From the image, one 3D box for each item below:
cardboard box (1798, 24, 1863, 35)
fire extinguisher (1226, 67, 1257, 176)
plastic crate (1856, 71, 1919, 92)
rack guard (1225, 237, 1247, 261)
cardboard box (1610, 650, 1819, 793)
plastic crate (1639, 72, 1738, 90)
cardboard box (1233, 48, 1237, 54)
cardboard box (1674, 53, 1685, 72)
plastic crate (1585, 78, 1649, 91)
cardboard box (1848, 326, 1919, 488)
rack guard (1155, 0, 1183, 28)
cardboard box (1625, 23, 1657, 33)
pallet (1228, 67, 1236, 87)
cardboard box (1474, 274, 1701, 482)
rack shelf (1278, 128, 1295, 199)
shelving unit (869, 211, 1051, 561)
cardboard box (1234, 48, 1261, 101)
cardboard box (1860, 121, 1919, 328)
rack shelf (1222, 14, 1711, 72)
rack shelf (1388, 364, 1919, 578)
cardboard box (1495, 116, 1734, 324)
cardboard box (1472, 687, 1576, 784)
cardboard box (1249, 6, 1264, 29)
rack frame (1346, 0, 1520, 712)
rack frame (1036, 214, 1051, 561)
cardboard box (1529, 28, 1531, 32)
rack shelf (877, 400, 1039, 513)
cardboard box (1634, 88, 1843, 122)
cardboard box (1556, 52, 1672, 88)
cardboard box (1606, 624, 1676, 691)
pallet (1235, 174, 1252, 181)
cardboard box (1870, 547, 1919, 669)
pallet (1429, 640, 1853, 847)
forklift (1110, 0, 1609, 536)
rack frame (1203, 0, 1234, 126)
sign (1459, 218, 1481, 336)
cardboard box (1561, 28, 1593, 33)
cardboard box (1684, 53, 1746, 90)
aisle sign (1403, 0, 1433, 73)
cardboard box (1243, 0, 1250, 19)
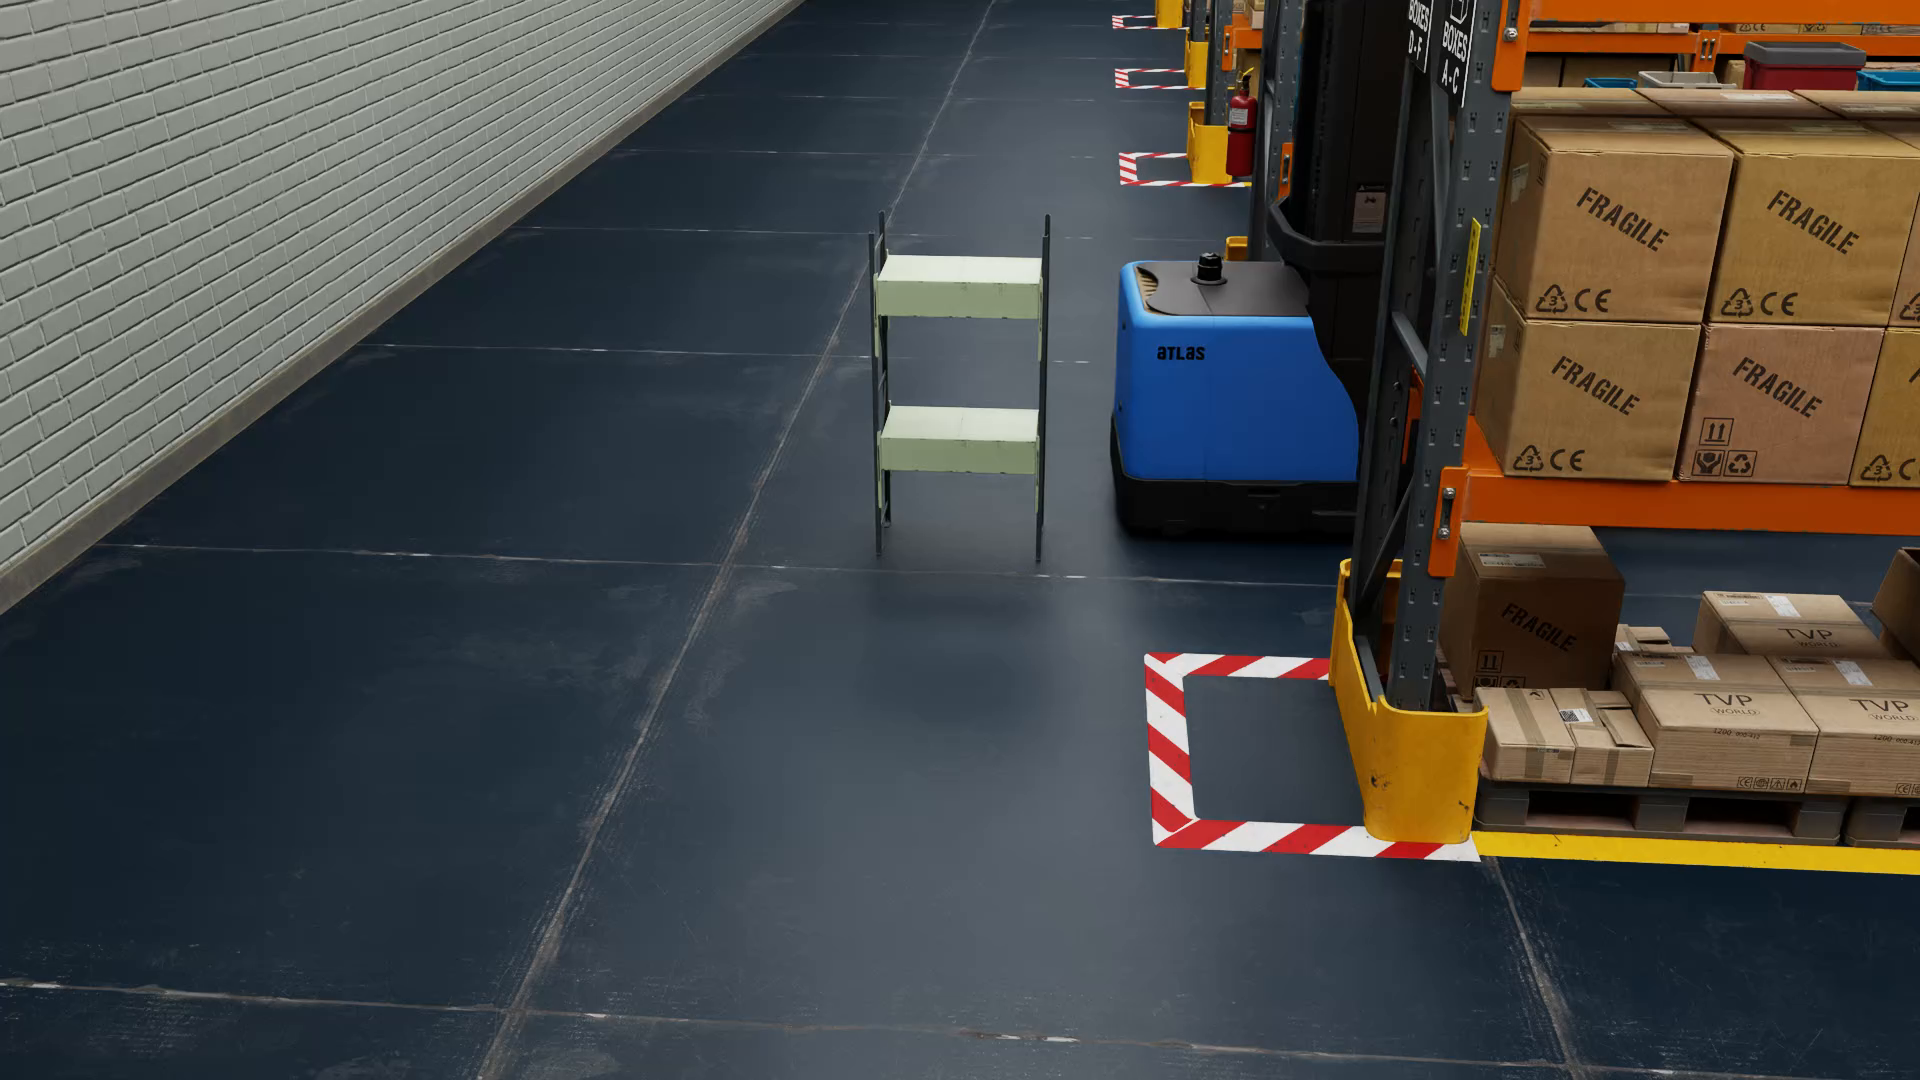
[{"bbox_3d":[7.206,-4.504,13.864,0.500,0.500,0.500,2,25,4],"label":"cardboard box"},{"bbox_3d":[1.782,-2.647,10.486,0.183,0.674,0.296,2,25,4],"label":"fire extinguisher"},{"bbox_3d":[5.394,-2.422,9.406,0.575,0.384,0.392,2,25,4],"label":"plastic crate"},{"bbox_3d":[1.873,-1.517,10.482,0.348,0.500,1.175,2,25,4],"label":"rack guard"},{"bbox_3d":[2.534,0.608,5.637,0.500,0.250,0.500,2,25,4],"label":"cardboard box"},{"bbox_3d":[4.378,-2.628,9.977,0.530,0.282,0.437,2,25,4],"label":"plastic crate"},{"bbox_3d":[3.260,-5.692,19.119,0.250,0.149,0.380,3,25,6],"label":"cardboard box"},{"bbox_3d":[7.990,-5.562,18.771,0.500,0.500,0.500,3,25,6],"label":"cardboard box"},{"bbox_3d":[3.965,-2.649,10.082,0.300,0.233,0.416,2,25,4],"label":"plastic crate"},{"bbox_3d":[2.952,-0.482,5.124,0.500,0.500,0.500,2,25,4],"label":"cardboard box"},{"bbox_3d":[3.012,-7.717,23.956,0.348,0.500,1.175,2,25,4],"label":"rack guard"},{"bbox_3d":[5.679,-4.361,13.972,0.250,0.149,0.380,2,25,5],"label":"cardboard box"},{"bbox_3d":[3.641,-5.475,19.431,1.213,0.211,1.003,2,25,4],"label":"pallet"},{"bbox_3d":[1.937,-0.514,5.193,0.500,0.500,0.500,2,25,5],"label":"cardboard box"},{"bbox_3d":[3.892,-2.266,9.981,4.000,0.370,1.077,2,25,4],"label":"rack shelf"},{"bbox_3d":[0.007,-0.681,7.470,0.755,1.500,0.431,2,25,4],"label":"shelving unit"},{"bbox_3d":[2.921,-3.960,14.840,0.875,0.875,0.875,2,25,4],"label":"cardboard box"},{"bbox_3d":[2.957,-0.937,4.915,0.500,0.500,0.500,2,25,5],"label":"cardboard box"},{"bbox_3d":[4.271,-4.331,14.467,4.000,0.370,1.077,2,25,4],"label":"rack shelf"},{"bbox_3d":[3.509,-0.202,5.495,4.000,0.370,1.077,2,25,4],"label":"rack shelf"},{"bbox_3d":[1.937,-0.968,4.984,0.500,0.500,0.500,3,25,6],"label":"cardboard box"},{"bbox_3d":[1.906,0.659,5.647,0.250,0.149,0.380,2,25,4],"label":"cardboard box"},{"bbox_3d":[2.606,-4.458,14.185,0.250,0.149,0.380,2,25,5],"label":"cardboard box"},{"bbox_3d":[1.515,-0.593,5.483,0.127,3.000,1.000,2,25,4],"label":"rack frame"},{"bbox_3d":[0.372,-0.669,7.444,0.023,1.500,0.400,2,25,4],"label":"rack frame"},{"bbox_3d":[4.655,-4.393,14.044,0.250,0.149,0.380,1,25,3],"label":"cardboard box"},{"bbox_3d":[0.007,-0.385,7.606,0.720,0.370,0.431,2,25,4],"label":"rack shelf"},{"bbox_3d":[2.483,-1.177,5.437,0.500,0.500,0.500,3,25,5],"label":"cardboard box"},{"bbox_3d":[5.613,-3.873,14.652,0.875,0.875,0.875,2,25,4],"label":"cardboard box"},{"bbox_3d":[2.473,0.460,6.059,0.250,0.166,0.380,2,25,4],"label":"cardboard box"},{"bbox_3d":[3.080,-3.462,15.054,1.213,0.211,1.003,2,25,4],"label":"pallet"},{"bbox_3d":[3.630,0.412,5.761,0.637,0.503,0.797,2,25,4],"label":"cardboard box"},{"bbox_3d":[2.386,0.702,6.006,1.213,0.211,1.003,2,25,4],"label":"pallet"},{"bbox_3d":[2.280,-1.527,7.595,3.031,2.935,1.130,1,25,1],"label":"forklift"},{"bbox_3d":[2.277,-4.721,14.456,0.127,3.000,1.000,2,25,4],"label":"rack frame"},{"bbox_3d":[1.473,-0.760,4.811,0.005,0.325,0.100,2,25,4],"label":"sign"},{"bbox_3d":[5.167,-4.377,14.008,0.250,0.149,0.380,2,25,5],"label":"cardboard box"},{"bbox_3d":[6.905,-3.807,14.508,0.875,0.875,1.225,2,25,4],"label":"cardboard box"},{"bbox_3d":[1.470,-1.904,5.222,0.004,0.787,0.394,2,25,4],"label":"aisle sign"},{"bbox_3d":[2.657,-4.733,14.782,0.250,0.149,0.380,2,25,5],"label":"cardboard box"}]
